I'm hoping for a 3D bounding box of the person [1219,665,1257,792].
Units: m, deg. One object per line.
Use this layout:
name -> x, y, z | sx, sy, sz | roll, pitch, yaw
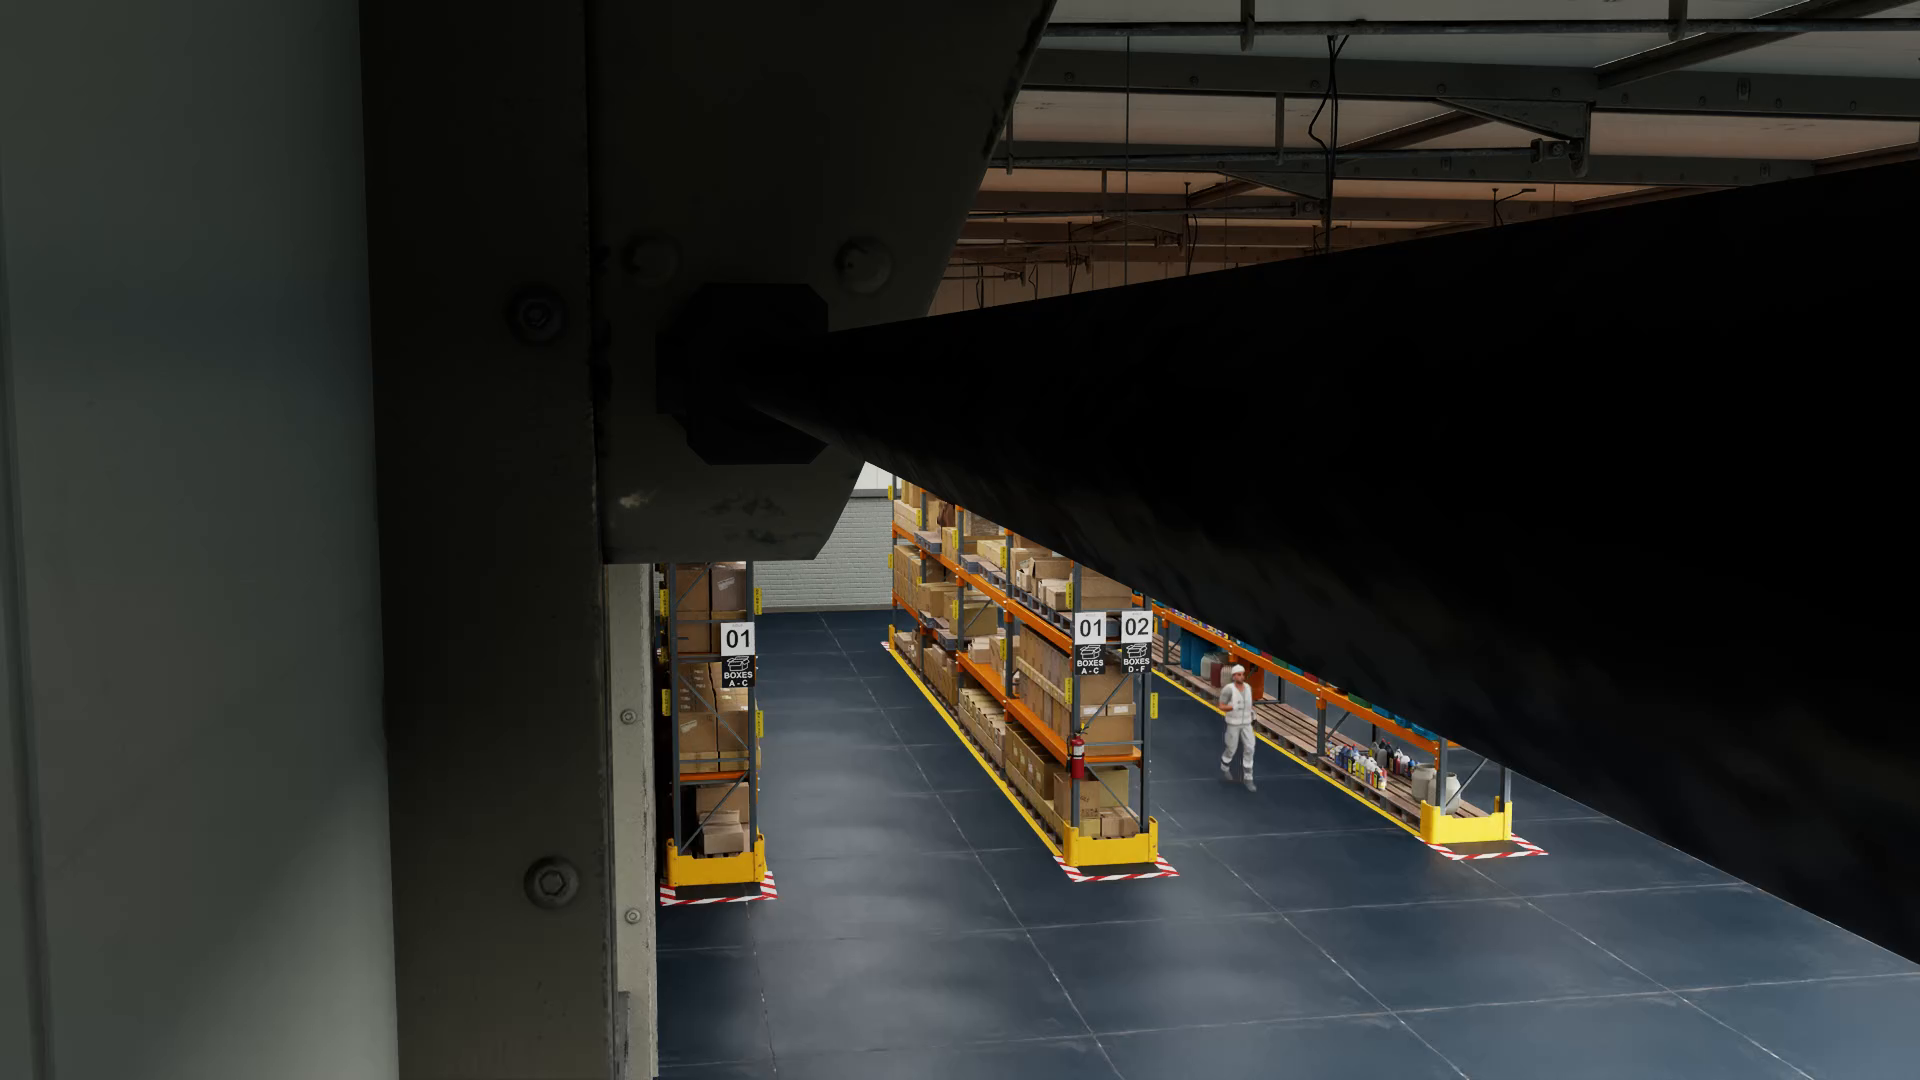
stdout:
person -> 4.124, 2.755, 24.658 | 0.636, 1.821, 0.843 | -2, 6, -17
